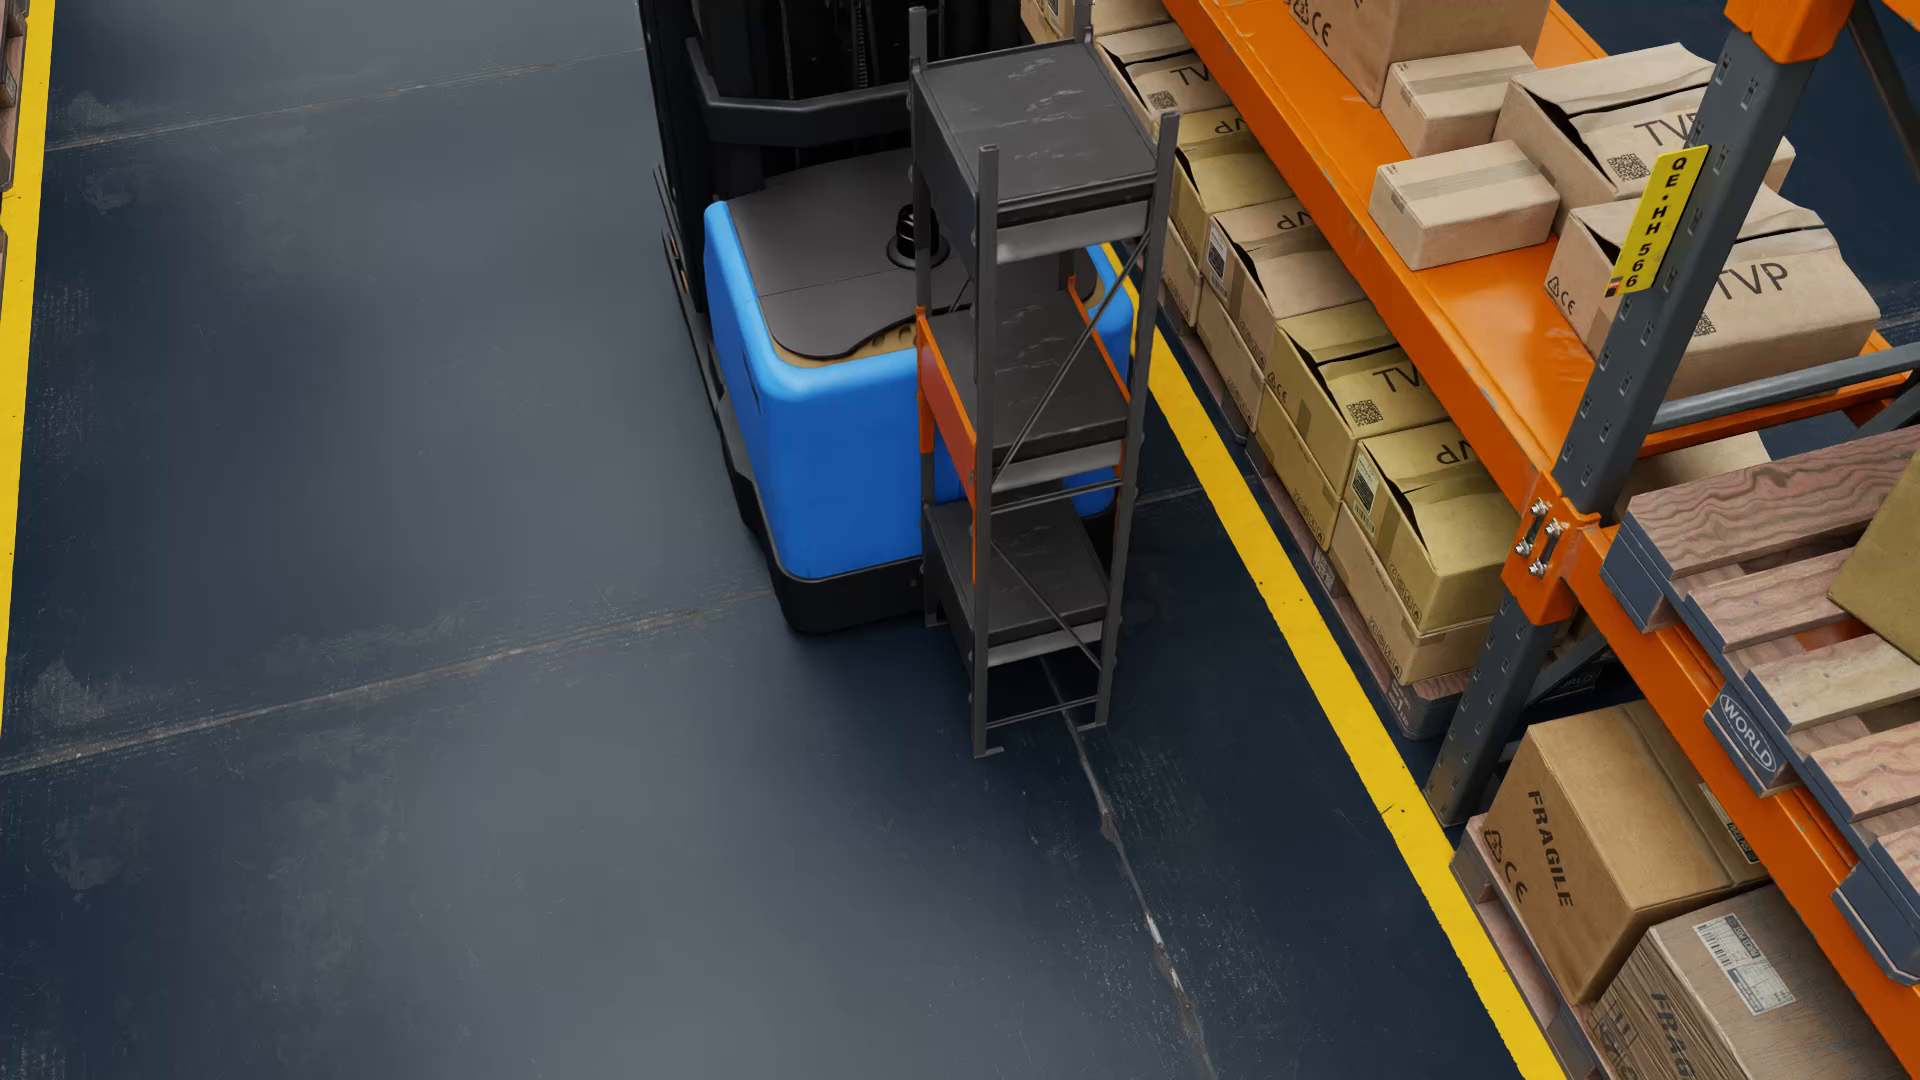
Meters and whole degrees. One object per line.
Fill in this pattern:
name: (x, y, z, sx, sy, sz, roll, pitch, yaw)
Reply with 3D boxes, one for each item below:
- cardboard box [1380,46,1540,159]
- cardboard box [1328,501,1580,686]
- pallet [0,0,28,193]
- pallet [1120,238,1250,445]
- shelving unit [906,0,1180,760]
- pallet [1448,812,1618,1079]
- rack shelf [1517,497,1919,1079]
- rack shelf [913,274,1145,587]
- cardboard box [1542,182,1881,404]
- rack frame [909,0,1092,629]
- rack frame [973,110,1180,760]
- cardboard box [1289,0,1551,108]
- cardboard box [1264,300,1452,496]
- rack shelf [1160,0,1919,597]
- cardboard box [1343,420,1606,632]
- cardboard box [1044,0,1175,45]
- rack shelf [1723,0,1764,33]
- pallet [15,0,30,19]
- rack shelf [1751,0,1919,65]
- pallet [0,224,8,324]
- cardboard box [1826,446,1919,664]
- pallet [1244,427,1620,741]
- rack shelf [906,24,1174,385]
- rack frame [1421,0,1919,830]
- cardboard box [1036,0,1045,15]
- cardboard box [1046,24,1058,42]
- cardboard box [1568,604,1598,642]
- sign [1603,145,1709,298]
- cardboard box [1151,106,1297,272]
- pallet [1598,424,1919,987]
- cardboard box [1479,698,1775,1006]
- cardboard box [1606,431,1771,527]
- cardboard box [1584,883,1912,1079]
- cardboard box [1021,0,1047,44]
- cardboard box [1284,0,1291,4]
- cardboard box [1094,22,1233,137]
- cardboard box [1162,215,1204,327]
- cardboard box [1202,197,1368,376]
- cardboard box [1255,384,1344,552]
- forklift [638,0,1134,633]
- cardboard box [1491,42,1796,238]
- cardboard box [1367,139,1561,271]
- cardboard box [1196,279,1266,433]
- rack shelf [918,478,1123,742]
cardboard box: (1.356, -1.164, 4.434, 0.380, 0.149, 0.250, -10, 51, -8)
cardboard box: (1.398, 0.095, 4.732, 0.500, 0.250, 0.500, -12, 51, -10)
pallet: (-4.288, -1.732, 6.572, 1.003, 0.211, 1.213, -13, 51, -11)
pallet: (1.224, -0.928, 5.894, 1.003, 0.211, 1.213, -13, 51, -11)
shelving unit: (0.159, -0.280, 4.113, 0.431, 2.100, 0.503, -13, 51, -11)
pallet: (1.972, 1.126, 4.163, 1.003, 0.211, 1.213, -13, 51, -11)
rack shelf: (2.379, 1.366, 2.607, 1.077, 0.370, 4.000, -13, 51, -11)
rack shelf: (0.159, -0.271, 4.123, 0.431, 0.518, 0.480, -13, 51, -11)
cardboard box: (1.721, -0.574, 3.830, 0.500, 0.311, 0.500, -10, 51, -9)
rack frame: (0.087, -0.458, 4.263, 0.400, 2.100, 0.015, -13, 51, -11)
rack frame: (0.230, -0.101, 3.962, 0.400, 2.100, 0.015, -13, 51, -11)
cardboard box: (1.275, -1.581, 4.555, 0.500, 0.500, 0.500, -16, 52, -13)
cardboard box: (1.237, -0.462, 4.834, 0.500, 0.311, 0.500, -14, 51, -12)
rack shelf: (1.196, -1.556, 5.070, 1.077, 0.370, 4.000, -13, 51, -11)
cardboard box: (1.397, -0.083, 4.515, 0.500, 0.311, 0.500, -12, 51, -10)
cardboard box: (0.631, -1.953, 6.092, 0.500, 0.311, 0.500, -14, 51, -11)
rack shelf: (1.196, -2.522, 3.923, 1.077, 0.370, 4.000, -13, 51, -11)
pallet: (-4.652, -2.625, 7.325, 1.003, 0.211, 1.213, -13, 51, -11)
rack shelf: (2.379, 0.399, 1.460, 1.077, 0.370, 4.000, -13, 51, -11)
pallet: (-3.859, -0.667, 5.675, 1.003, 0.211, 1.213, -13, 51, -11)
cardboard box: (2.081, -0.060, 2.998, 0.700, 0.500, 0.500, -30, 56, -23)
pallet: (1.581, -0.038, 5.144, 1.003, 0.211, 1.213, -13, 51, -11)
rack shelf: (0.159, -0.722, 3.588, 0.431, 0.518, 0.480, -13, 51, -11)
rack frame: (1.787, -0.327, 3.564, 1.000, 3.000, 0.127, -13, 51, -11)
cardboard box: (0.488, -2.320, 6.401, 0.500, 0.311, 0.500, -13, 51, -11)
cardboard box: (0.637, -1.773, 6.307, 0.500, 0.250, 0.500, -12, 51, -10)
cardboard box: (1.913, -0.025, 4.833, 0.500, 0.250, 0.500, -13, 51, -11)
sign: (1.258, -0.572, 3.013, 0.100, 0.325, 0.005, -13, 51, -11)
cardboard box: (0.944, -1.197, 5.454, 0.500, 0.311, 0.500, -12, 51, -10)
pallet: (2.055, 0.214, 3.233, 1.213, 0.211, 1.003, -13, 51, -11)
cardboard box: (1.649, 0.734, 4.016, 0.500, 0.500, 0.500, -11, 51, -9)
cardboard box: (1.913, -0.206, 4.618, 0.500, 0.311, 0.500, -12, 51, -10)
cardboard box: (1.809, 1.115, 3.695, 0.500, 0.500, 0.500, -15, 51, -12)
cardboard box: (0.487, -2.147, 6.622, 0.500, 0.250, 0.500, -14, 51, -12)
cardboard box: (1.120, -1.965, 4.879, 0.500, 0.500, 0.500, -13, 51, -11)
cardboard box: (0.786, -1.575, 5.773, 0.500, 0.311, 0.500, -15, 51, -12)
cardboard box: (0.942, -1.024, 5.675, 0.500, 0.250, 0.500, -12, 51, -10)
cardboard box: (1.090, -0.831, 5.146, 0.500, 0.311, 0.500, -14, 51, -11)
cardboard box: (1.243, -0.281, 5.048, 0.500, 0.250, 0.500, -14, 51, -11)
forklift: (-0.438, -1.827, 4.873, 1.130, 2.935, 3.031, -13, 51, -11)
cardboard box: (1.708, -0.995, 4.185, 0.500, 0.311, 0.500, -14, 51, -11)
cardboard box: (1.257, -0.840, 4.161, 0.380, 0.149, 0.250, -13, 51, -11)
cardboard box: (1.097, -0.649, 5.359, 0.500, 0.250, 0.500, -12, 51, -10)
rack shelf: (0.159, 0.180, 4.658, 0.431, 0.518, 0.480, -13, 51, -11)
